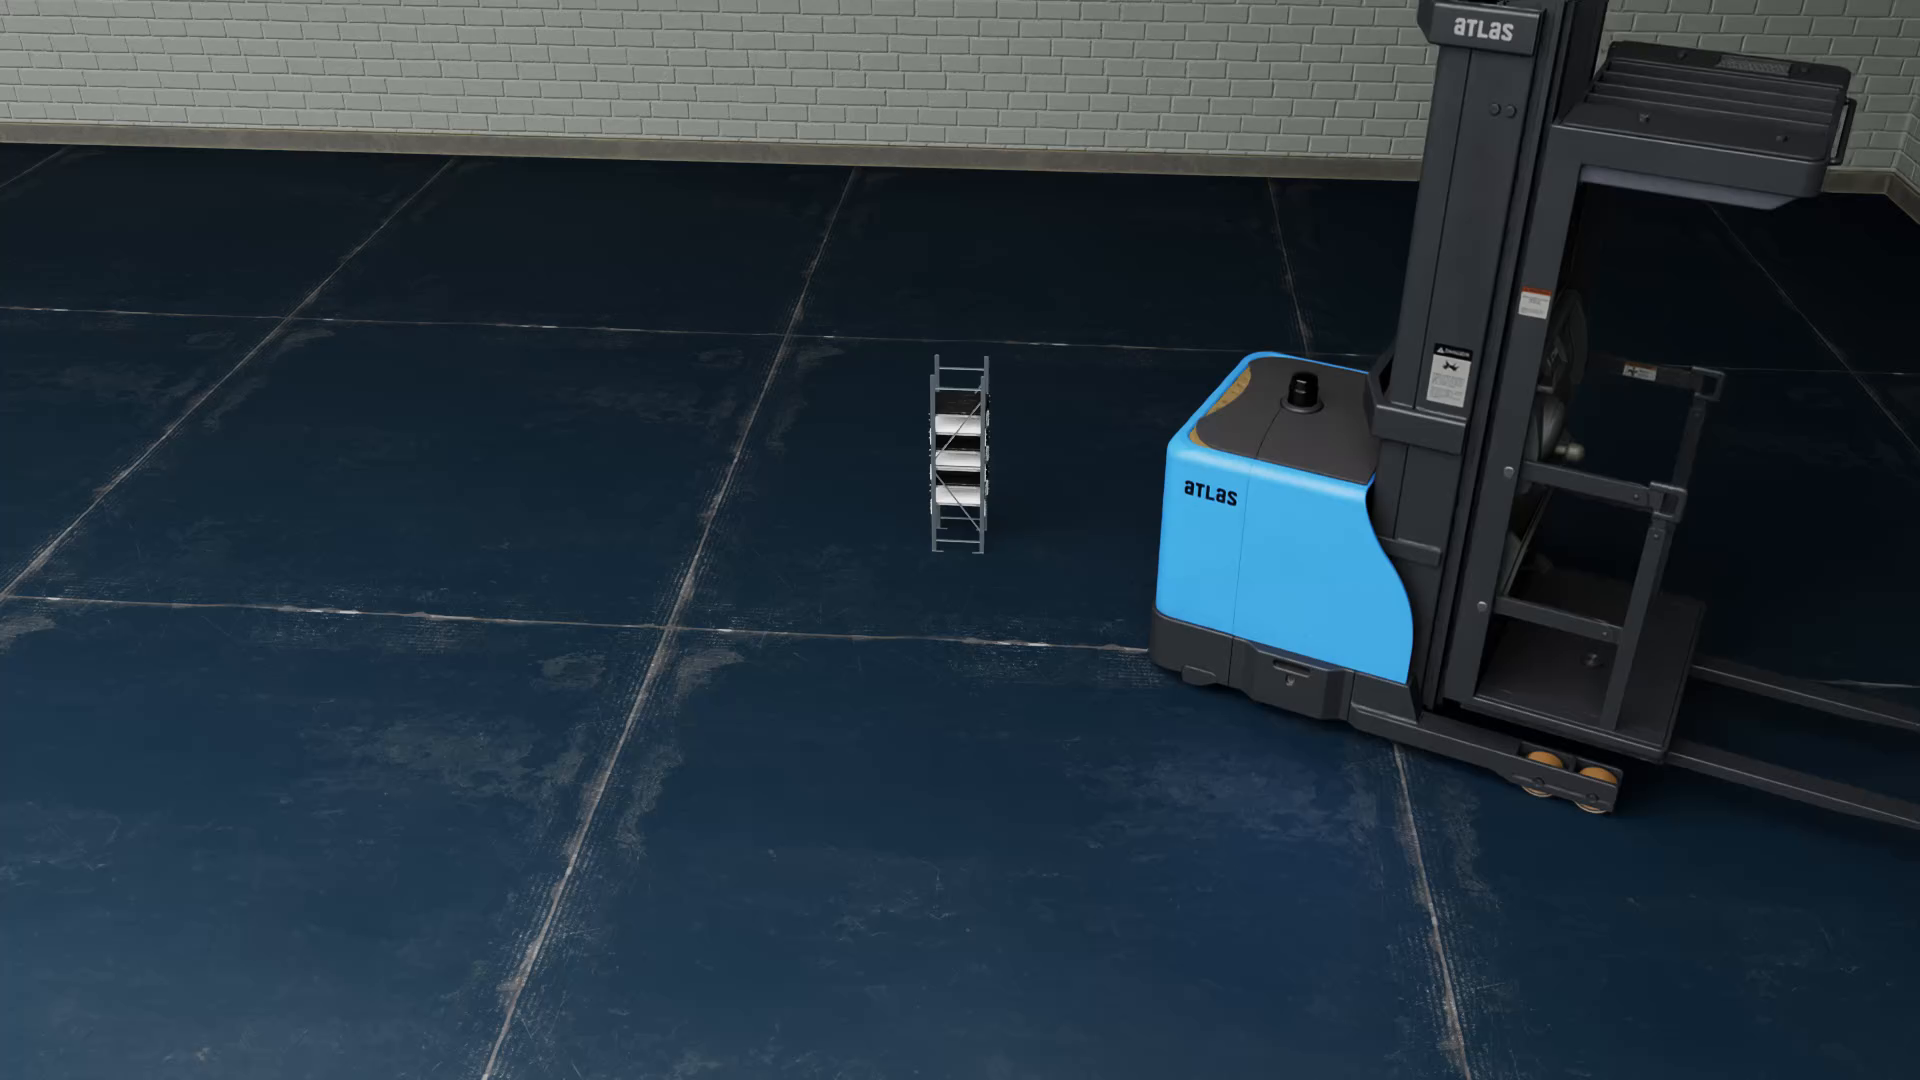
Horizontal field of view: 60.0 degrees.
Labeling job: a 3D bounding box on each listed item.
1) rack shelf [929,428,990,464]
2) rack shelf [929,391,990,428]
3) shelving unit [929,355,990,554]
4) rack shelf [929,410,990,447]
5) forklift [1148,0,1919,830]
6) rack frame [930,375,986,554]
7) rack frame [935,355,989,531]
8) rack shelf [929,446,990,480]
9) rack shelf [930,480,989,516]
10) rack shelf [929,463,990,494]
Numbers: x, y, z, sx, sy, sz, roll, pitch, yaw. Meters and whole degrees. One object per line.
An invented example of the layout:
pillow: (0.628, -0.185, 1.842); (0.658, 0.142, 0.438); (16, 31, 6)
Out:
rack shelf: (-0.001, -0.427, 7.477); (0.258, 0.077, 0.200); (2, 32, 4)
rack shelf: (-0.001, -0.580, 7.383); (0.258, 0.077, 0.200); (2, 32, 4)
shelving unit: (-0.001, -0.379, 7.507); (0.258, 0.900, 0.210); (2, 32, 4)
rack shelf: (-0.001, -0.504, 7.430); (0.258, 0.077, 0.200); (2, 32, 4)
forklift: (2.322, -0.563, 5.870); (3.031, 2.935, 1.130); (16, 35, 24)
rack frame: (-0.009, -0.326, 7.421); (0.240, 0.900, 0.006); (2, 32, 4)
rack frame: (0.008, -0.432, 7.593); (0.240, 0.900, 0.006); (2, 32, 4)
rack shelf: (-0.001, -0.350, 7.524); (0.258, 0.077, 0.200); (2, 32, 4)
rack shelf: (-0.001, -0.197, 7.619); (0.258, 0.077, 0.200); (2, 32, 4)
rack shelf: (-0.001, -0.274, 7.572); (0.258, 0.077, 0.200); (2, 32, 4)
